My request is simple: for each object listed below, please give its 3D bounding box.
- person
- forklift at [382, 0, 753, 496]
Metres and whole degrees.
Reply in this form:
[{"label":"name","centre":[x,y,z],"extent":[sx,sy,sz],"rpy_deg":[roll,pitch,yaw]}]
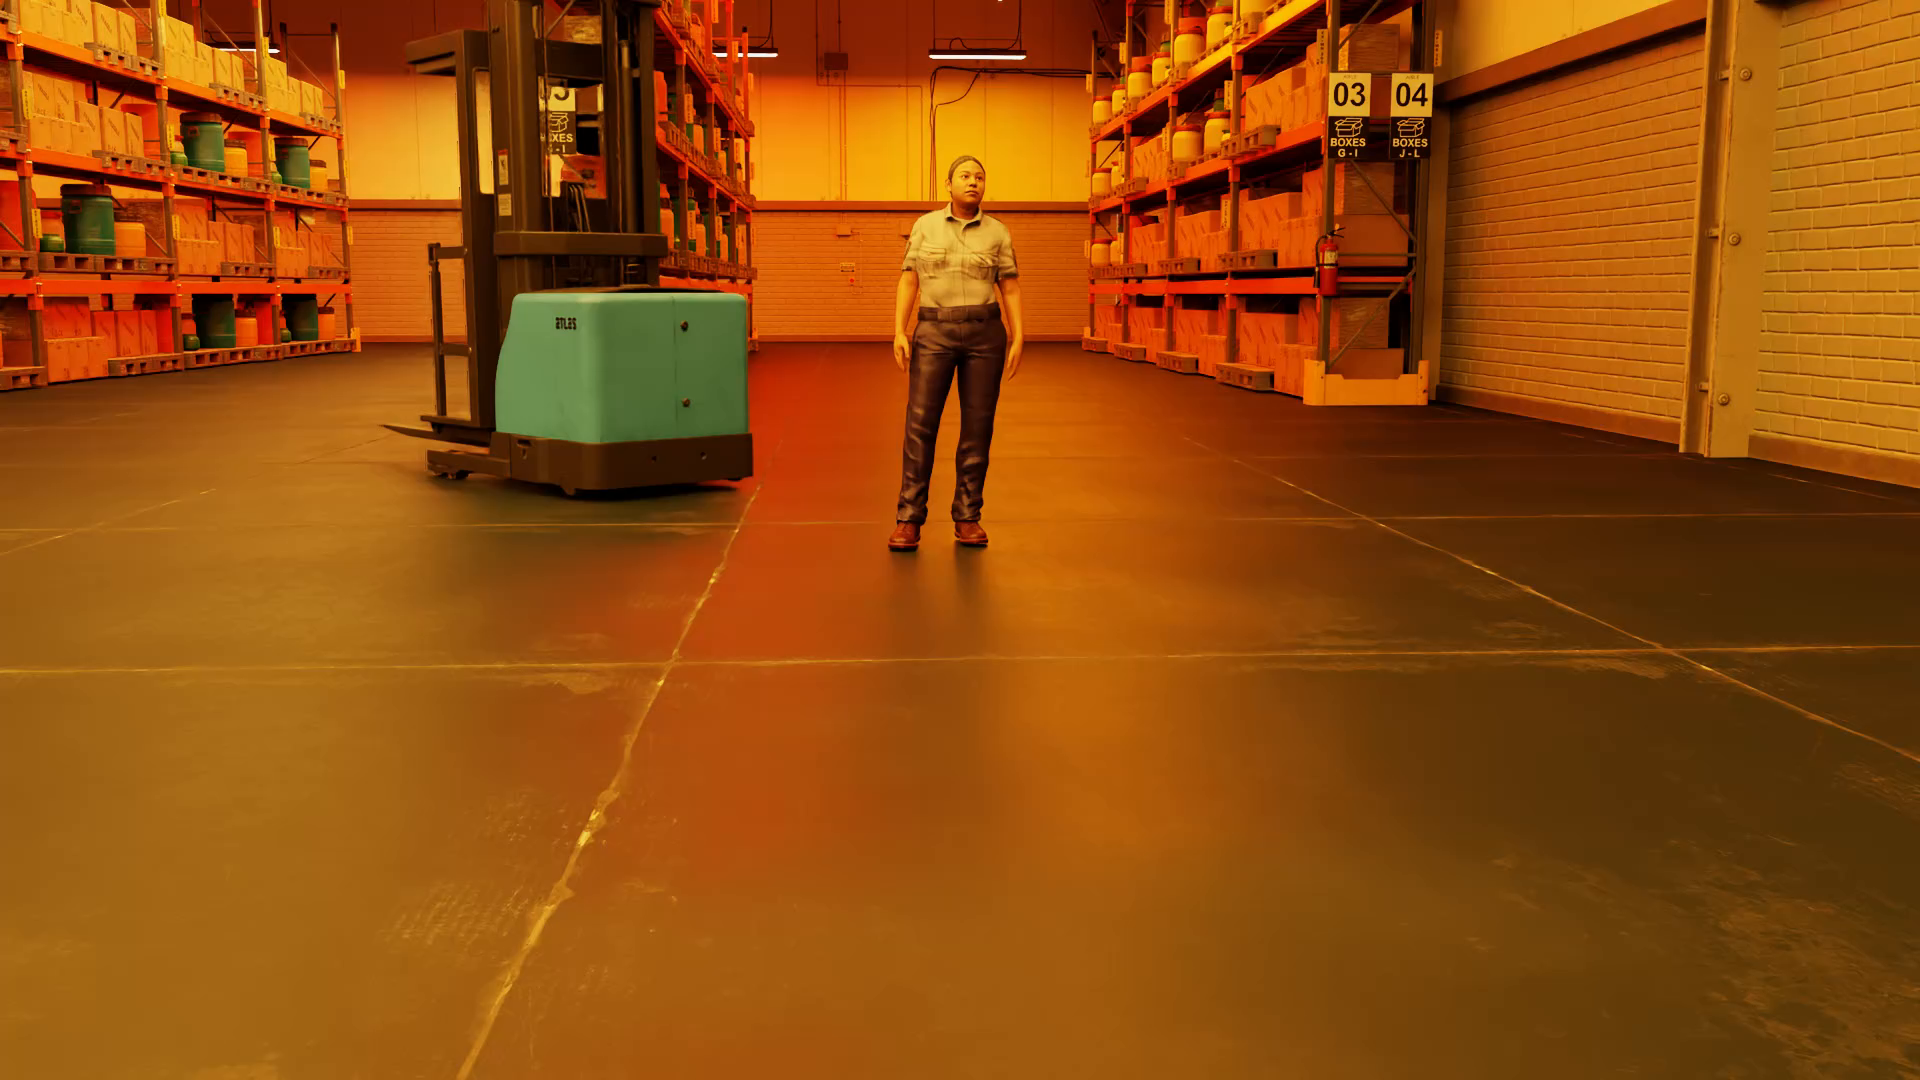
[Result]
[{"label":"person","centre":[-0.017,-0.806,7.099],"extent":[0.598,1.643,0.503],"rpy_deg":[-1,8,-4]},{"label":"forklift","centre":[-2.503,-1.845,9.756],"extent":[1.130,2.935,3.031],"rpy_deg":[-8,11,-41]}]
